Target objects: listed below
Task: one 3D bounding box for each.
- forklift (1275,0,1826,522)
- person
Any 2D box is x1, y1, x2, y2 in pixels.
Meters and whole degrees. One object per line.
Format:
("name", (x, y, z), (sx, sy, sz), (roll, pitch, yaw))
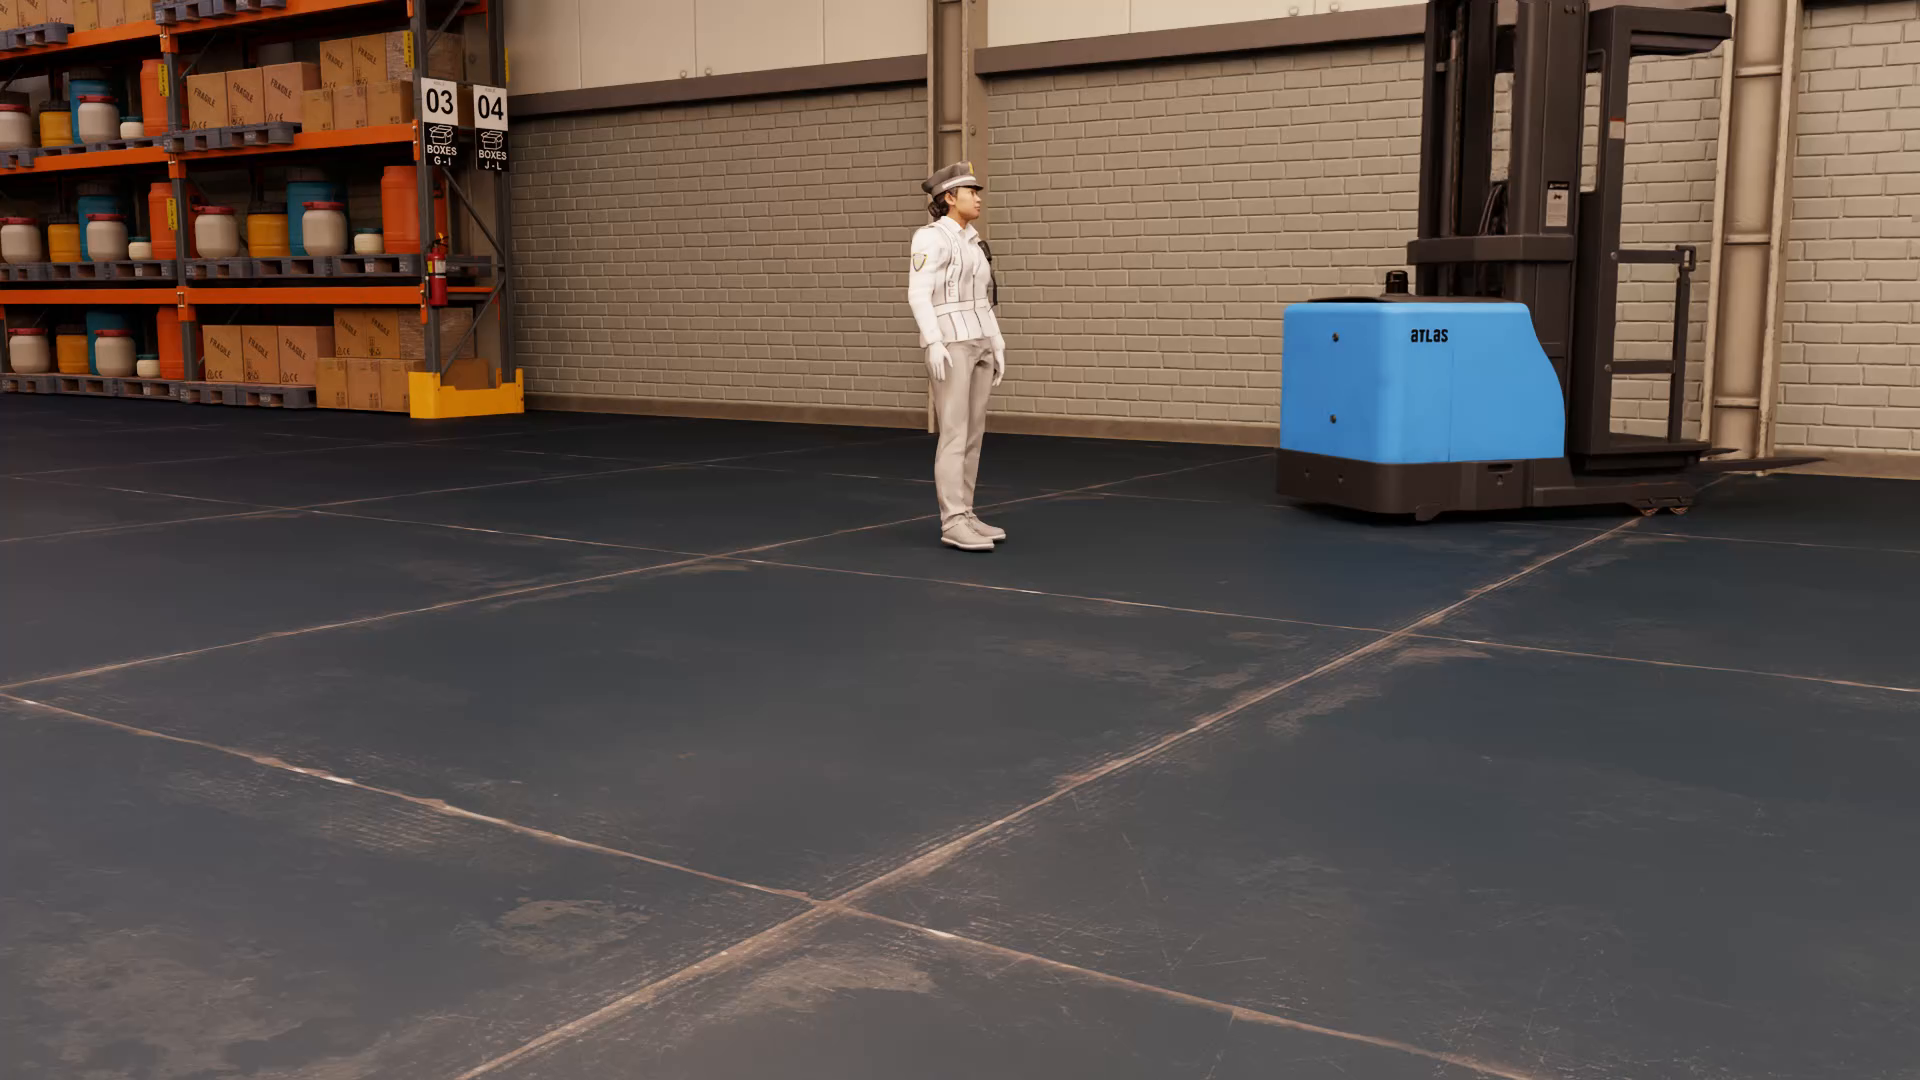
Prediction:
("forklift", (3.249, -1.646, 8.765), (3.031, 2.935, 1.130), (-3, 9, -21))
("person", (0.053, -0.840, 7.439), (0.530, 1.694, 0.586), (5, 10, 34))
